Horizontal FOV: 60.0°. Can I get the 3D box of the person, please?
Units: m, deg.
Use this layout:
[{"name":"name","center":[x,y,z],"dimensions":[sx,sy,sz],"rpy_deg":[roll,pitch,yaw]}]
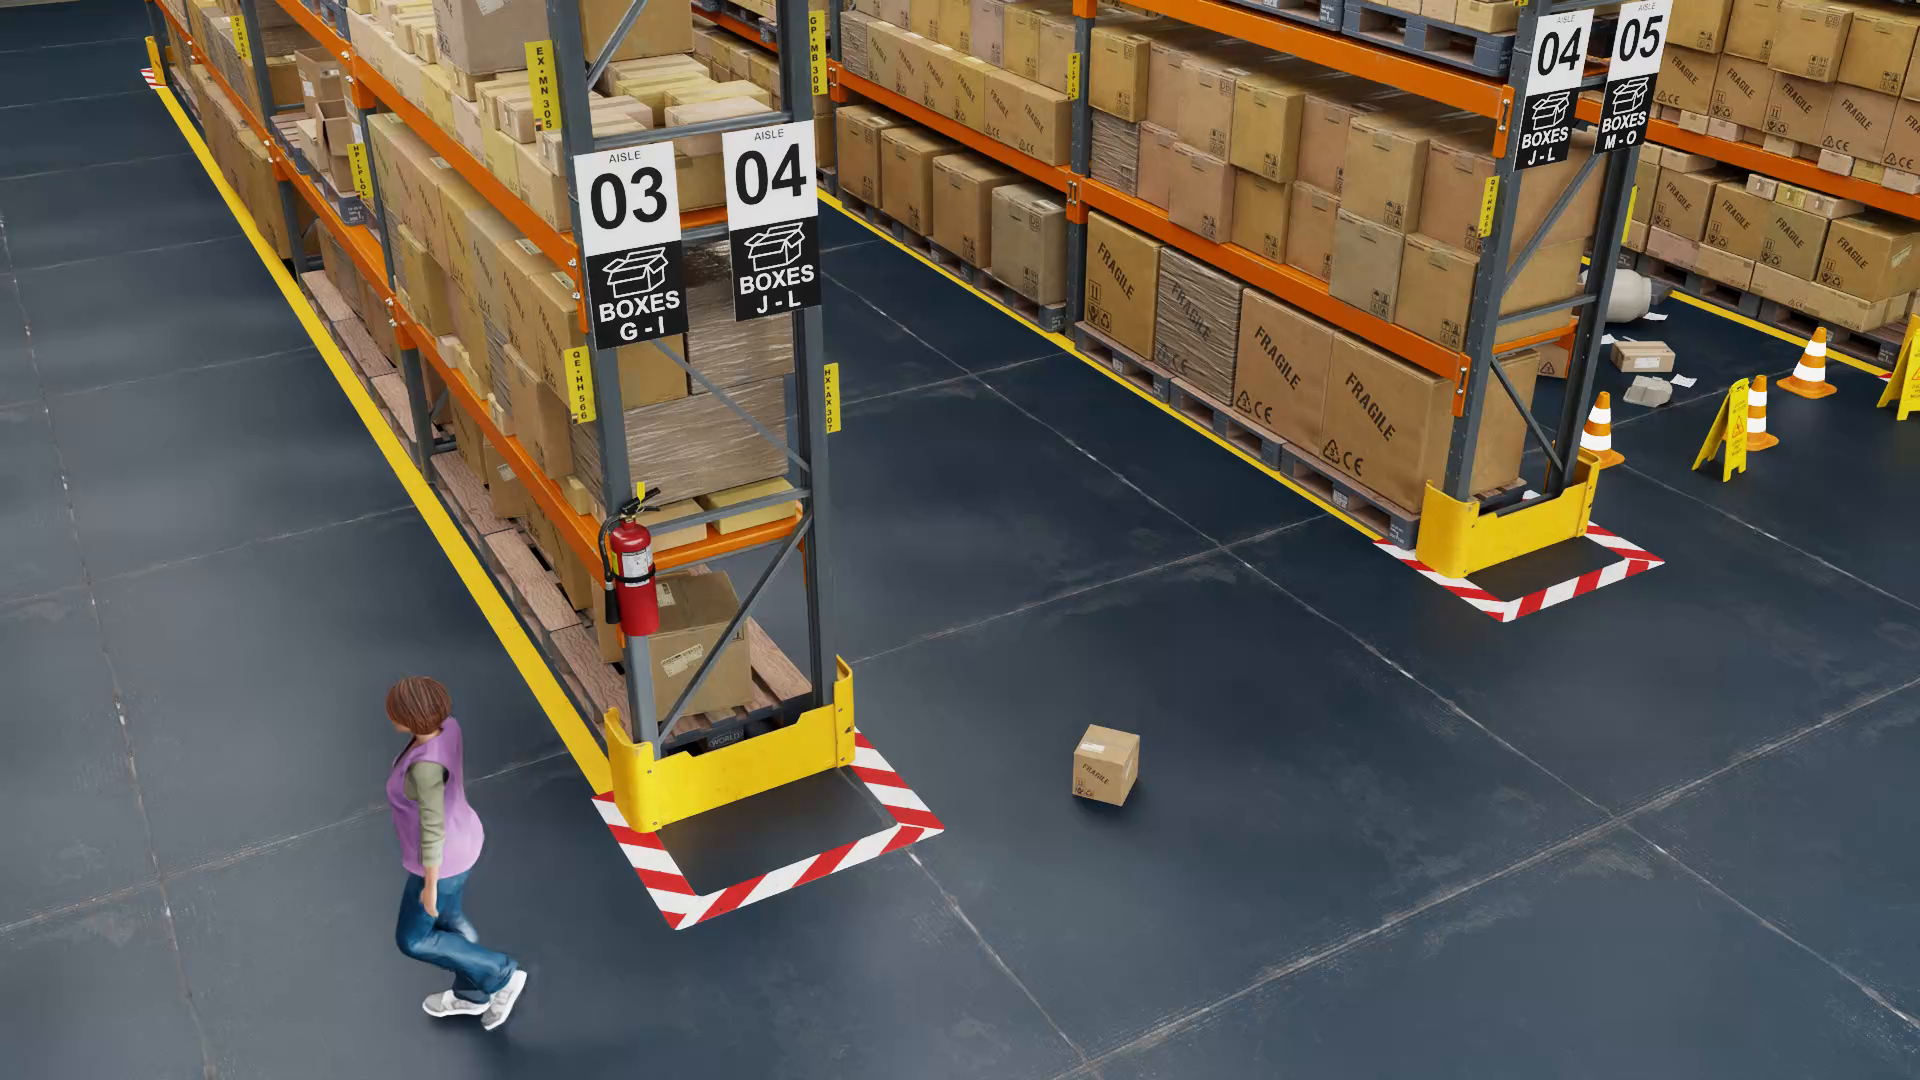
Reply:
[{"name":"person","center":[-1.947,1.205,6.371],"dimensions":[0.457,1.588,0.464],"rpy_deg":[-2,29,-3]}]
